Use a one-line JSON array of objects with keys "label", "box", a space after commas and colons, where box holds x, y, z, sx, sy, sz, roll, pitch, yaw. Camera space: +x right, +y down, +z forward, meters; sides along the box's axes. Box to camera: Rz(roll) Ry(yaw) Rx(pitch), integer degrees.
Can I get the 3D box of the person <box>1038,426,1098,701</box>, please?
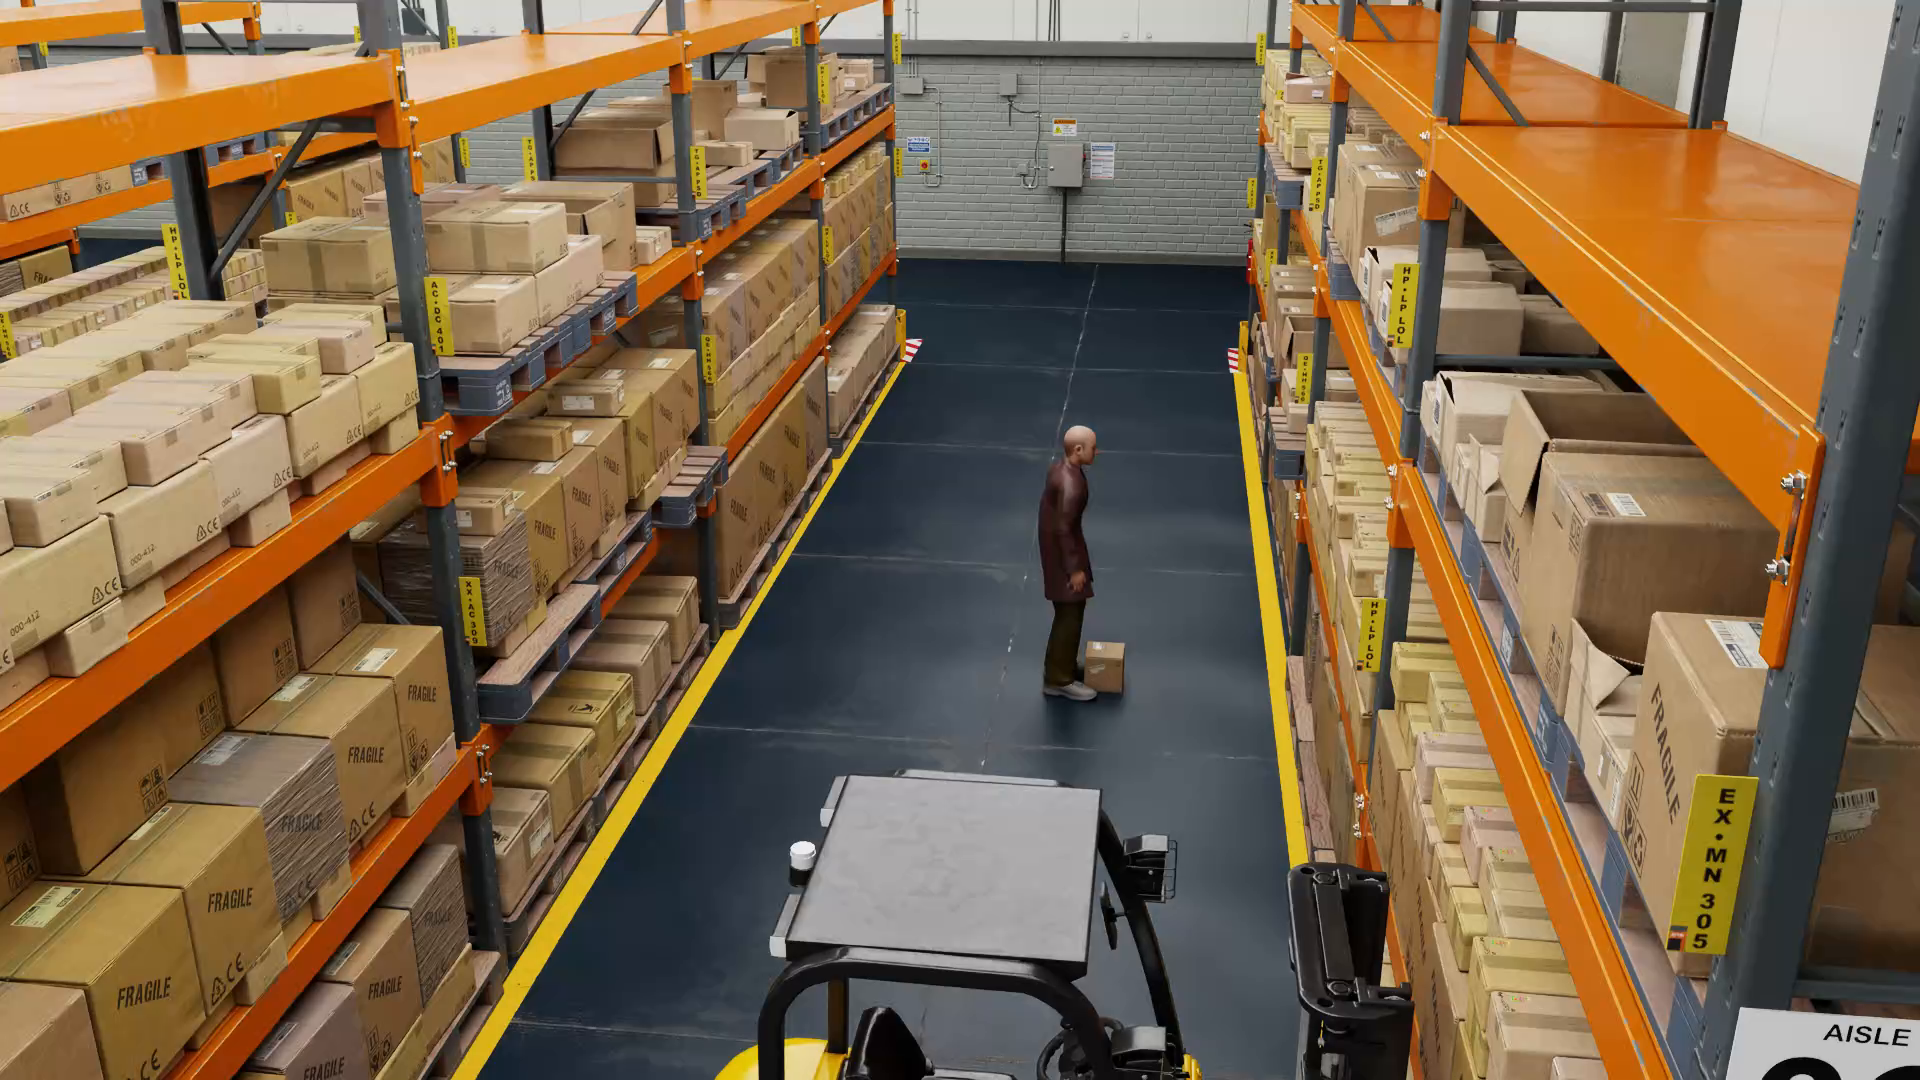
[{"label": "person", "box": [0.719, 0.119, 10.791, 0.409, 1.774, 0.643, 1, 21, 3]}]
